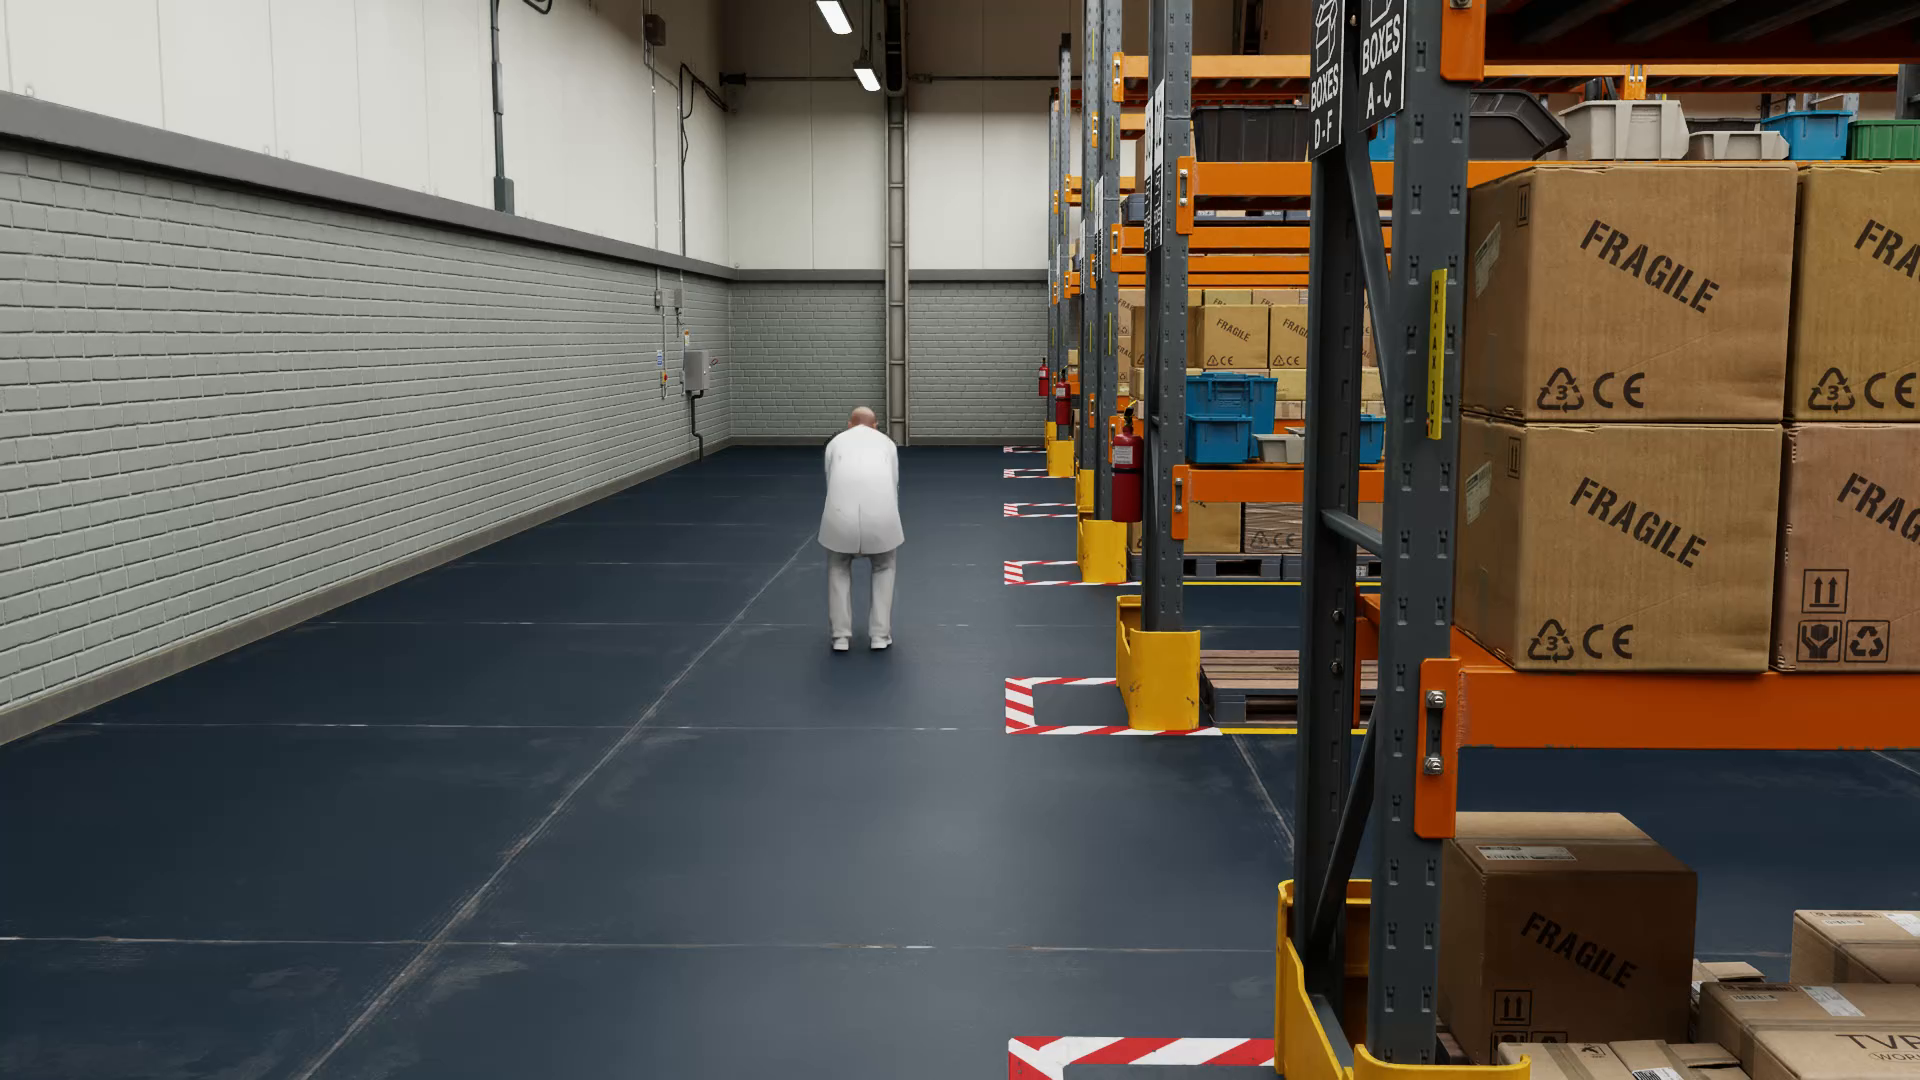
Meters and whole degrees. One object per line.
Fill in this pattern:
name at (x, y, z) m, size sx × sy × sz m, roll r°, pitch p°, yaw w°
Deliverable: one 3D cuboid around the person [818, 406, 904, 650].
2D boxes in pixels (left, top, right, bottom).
person at (-0.623, -0.086, 10.635) m, size 0.546 × 1.507 × 0.815 m, roll 0°, pitch 7°, yaw 0°
